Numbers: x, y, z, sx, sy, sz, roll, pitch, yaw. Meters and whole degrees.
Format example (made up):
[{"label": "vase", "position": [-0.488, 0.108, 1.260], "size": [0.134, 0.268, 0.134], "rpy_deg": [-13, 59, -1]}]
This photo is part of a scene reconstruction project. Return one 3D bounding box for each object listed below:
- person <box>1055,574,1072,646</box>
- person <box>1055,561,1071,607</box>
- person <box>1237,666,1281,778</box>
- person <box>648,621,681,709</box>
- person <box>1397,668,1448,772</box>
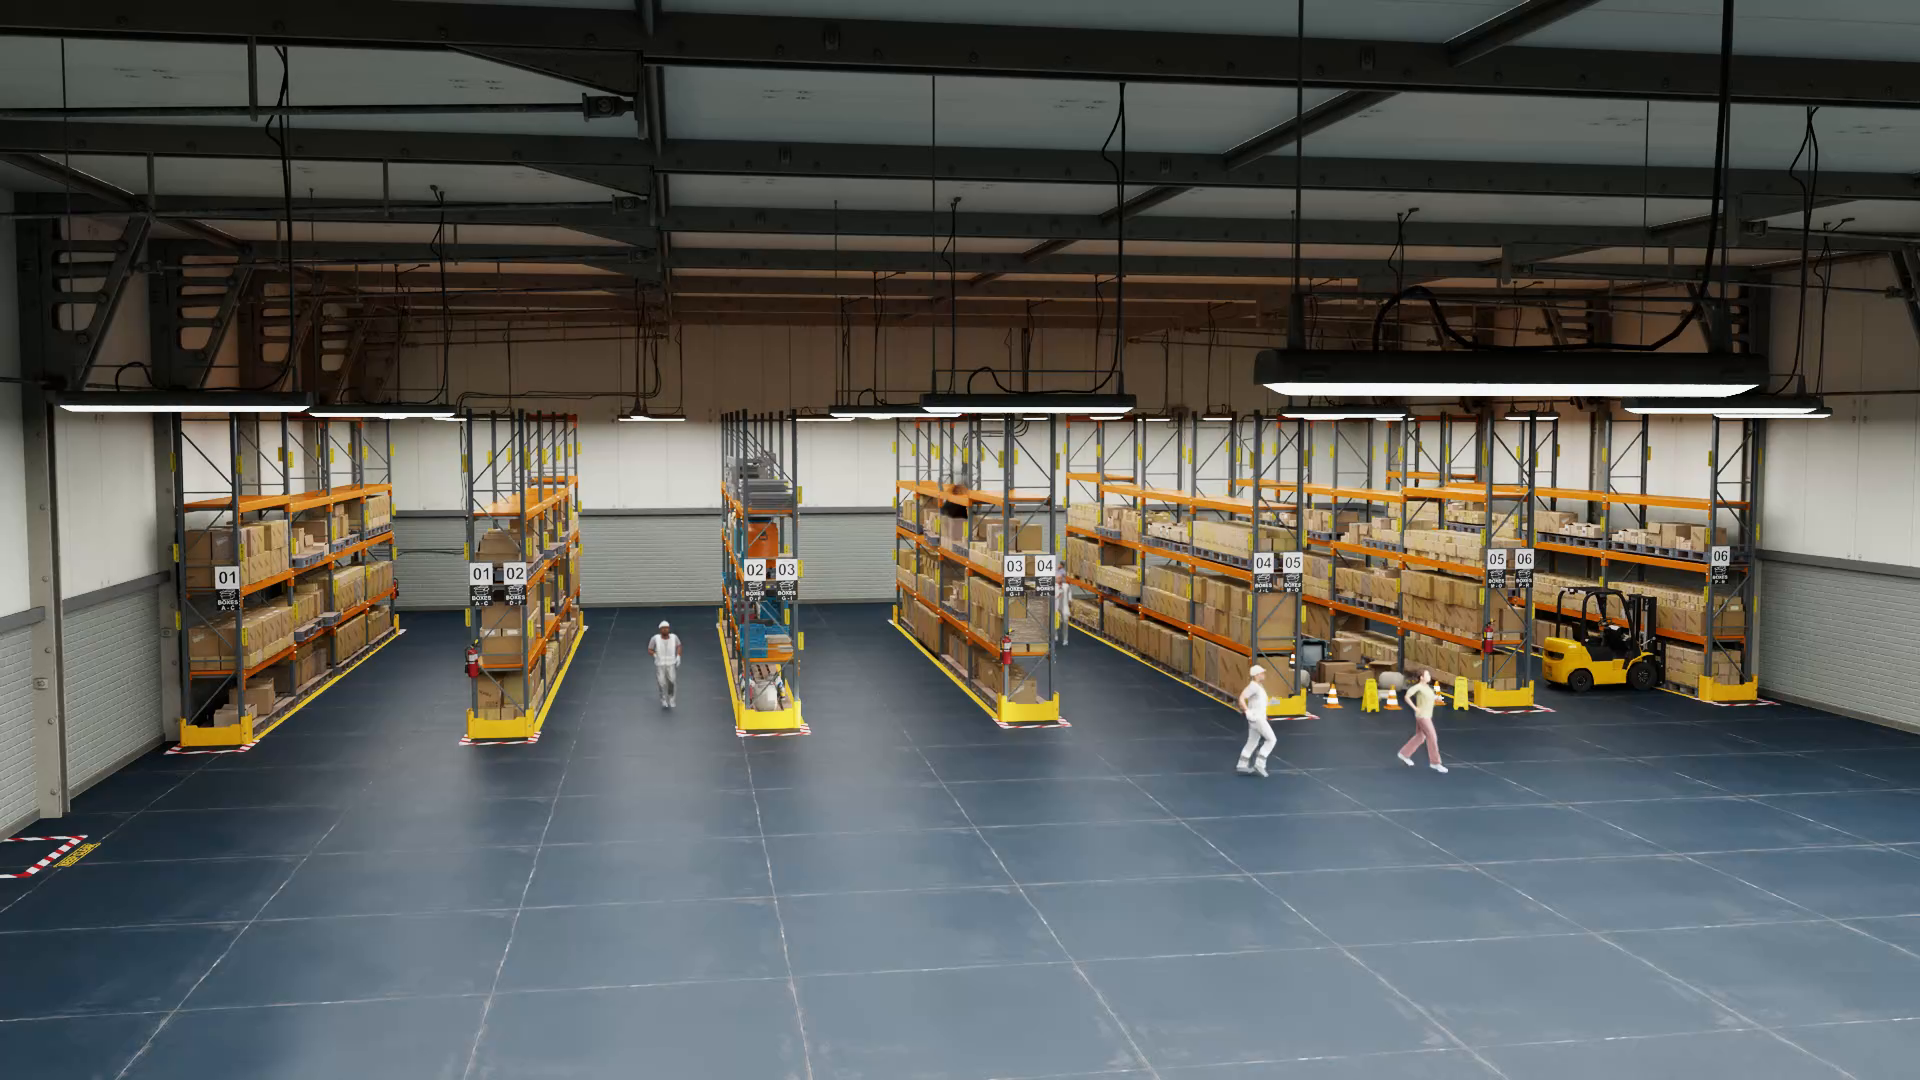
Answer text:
[{"label": "person", "position": [2.601, 1.795, 43.368], "size": [0.678, 1.829, 0.924], "rpy_deg": [0, 4, -6]}, {"label": "person", "position": [2.942, 1.449, 49.770], "size": [0.868, 1.647, 0.643], "rpy_deg": [0, 4, -1]}, {"label": "person", "position": [4.858, 2.944, 27.019], "size": [0.688, 1.809, 0.650], "rpy_deg": [1, 4, 11]}, {"label": "person", "position": [-5.911, 2.517, 33.337], "size": [0.671, 1.777, 0.675], "rpy_deg": [-1, 4, -12]}, {"label": "person", "position": [7.647, 2.946, 27.438], "size": [0.870, 1.686, 0.573], "rpy_deg": [2, 5, 30]}]
